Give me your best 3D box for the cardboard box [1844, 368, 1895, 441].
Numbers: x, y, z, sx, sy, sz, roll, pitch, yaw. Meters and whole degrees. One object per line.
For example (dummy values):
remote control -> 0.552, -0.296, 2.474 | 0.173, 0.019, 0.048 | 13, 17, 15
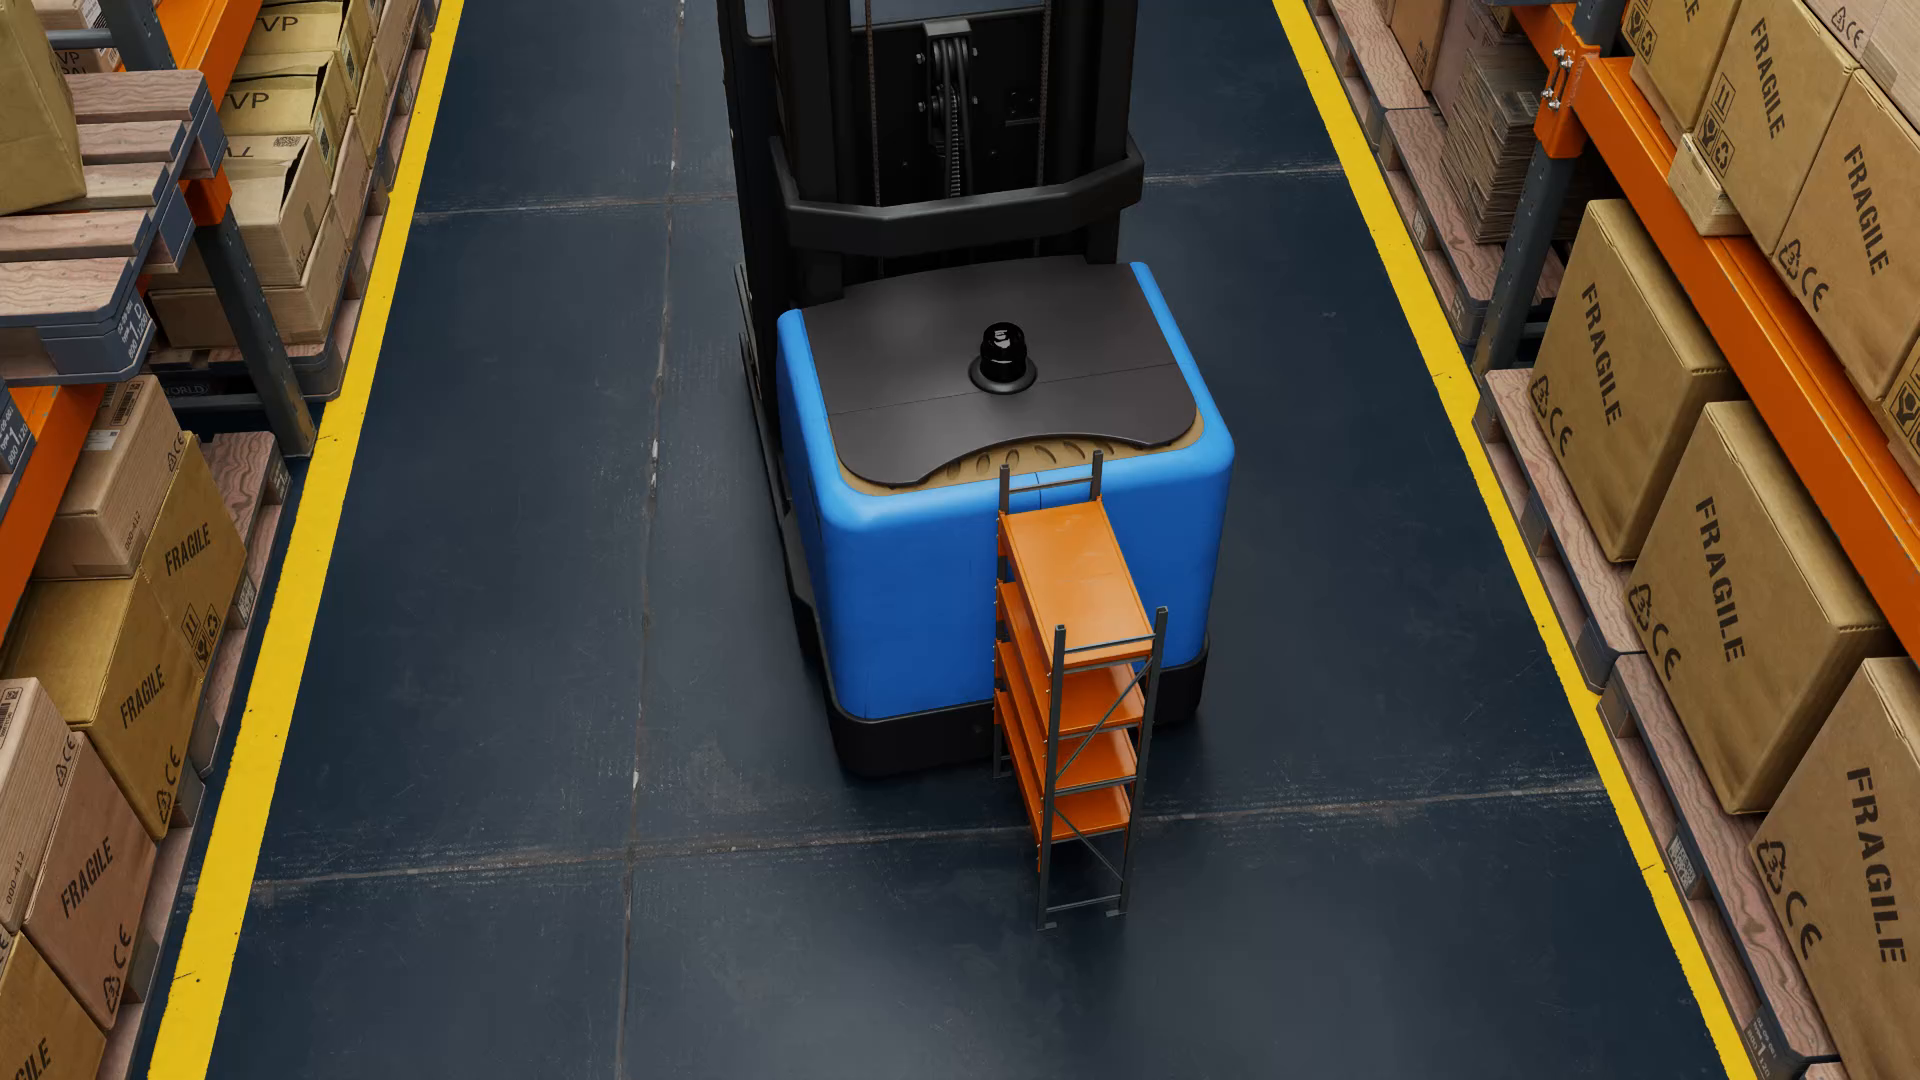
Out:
cardboard box -> 2.218, -0.356, 3.681 | 0.380, 0.149, 0.250 | -3, 47, -3

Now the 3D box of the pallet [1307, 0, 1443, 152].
pallet -> 2.123, -2.104, 7.098 | 1.003, 0.211, 1.213 | -3, 47, -3

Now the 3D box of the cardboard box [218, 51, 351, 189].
cardboard box -> -2.454, -1.481, 5.805 | 0.500, 0.311, 0.500 | -5, 47, -4

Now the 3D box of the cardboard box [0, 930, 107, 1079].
cardboard box -> -2.203, 1.177, 3.488 | 0.500, 0.500, 0.500 | -3, 47, -3

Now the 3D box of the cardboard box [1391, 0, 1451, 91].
cardboard box -> 2.176, -2.164, 6.652 | 0.700, 0.500, 0.500 | -4, 47, -4

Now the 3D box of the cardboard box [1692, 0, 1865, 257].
cardboard box -> 2.106, -1.014, 3.857 | 0.500, 0.500, 0.500 | -2, 47, -2

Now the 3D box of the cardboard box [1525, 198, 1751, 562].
cardboard box -> 2.217, -0.482, 4.832 | 0.750, 0.750, 0.750 | -4, 47, -4

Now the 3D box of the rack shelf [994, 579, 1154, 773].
rack shelf -> 0.262, 0.294, 3.930 | 0.258, 0.148, 0.480 | -9, 47, -9

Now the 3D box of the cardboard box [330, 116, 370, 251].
cardboard box -> -2.444, -1.273, 5.994 | 0.500, 0.250, 0.500 | -5, 47, -4

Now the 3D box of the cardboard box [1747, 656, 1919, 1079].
cardboard box -> 2.359, 0.766, 3.650 | 0.750, 0.750, 0.750 | -2, 47, -2

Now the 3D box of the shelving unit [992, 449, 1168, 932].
shelving unit -> 0.262, 0.402, 4.043 | 0.258, 1.200, 0.503 | -9, 47, -9

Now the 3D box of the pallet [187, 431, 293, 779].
pallet -> -2.625, 0.188, 4.927 | 1.003, 0.211, 1.213 | -3, 47, -3

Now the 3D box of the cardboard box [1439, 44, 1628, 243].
cardboard box -> 2.174, -1.427, 5.954 | 0.700, 0.500, 0.500 | -3, 47, -3

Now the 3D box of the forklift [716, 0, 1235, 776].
forklift -> -0.137, -1.454, 4.608 | 1.130, 2.935, 3.031 | -9, 47, -9

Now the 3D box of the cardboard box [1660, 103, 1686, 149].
cardboard box -> 2.095, -1.102, 4.387 | 0.380, 0.149, 0.250 | -3, 47, -3

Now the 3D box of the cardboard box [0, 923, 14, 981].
cardboard box -> -2.197, 0.943, 3.193 | 0.500, 0.250, 0.500 | -3, 47, -3

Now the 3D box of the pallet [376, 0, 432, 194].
pallet -> -2.779, -1.833, 6.841 | 1.003, 0.211, 1.213 | -3, 47, -3

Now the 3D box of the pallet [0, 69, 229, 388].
pallet -> -2.524, -0.761, 4.037 | 1.213, 0.211, 1.003 | -3, 47, -3

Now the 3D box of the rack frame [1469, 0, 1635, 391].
rack frame -> 2.286, -1.617, 4.716 | 1.000, 3.000, 0.127 | -3, 47, -3

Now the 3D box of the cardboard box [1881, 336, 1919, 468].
cardboard box -> 2.198, -0.279, 3.161 | 0.500, 0.500, 0.500 | -2, 47, -2

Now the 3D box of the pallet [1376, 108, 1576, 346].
pallet -> 2.222, -1.224, 6.264 | 1.003, 0.211, 1.213 | -3, 47, -3

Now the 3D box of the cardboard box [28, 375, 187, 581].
cardboard box -> -2.329, -0.160, 4.238 | 0.500, 0.250, 0.500 | -2, 47, -2

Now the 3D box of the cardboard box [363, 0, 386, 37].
cardboard box -> -2.538, -2.222, 6.507 | 0.500, 0.311, 0.500 | -4, 47, -4

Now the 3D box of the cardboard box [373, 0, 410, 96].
cardboard box -> -2.536, -2.019, 6.701 | 0.500, 0.250, 0.500 | -3, 47, -2

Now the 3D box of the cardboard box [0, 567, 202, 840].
cardboard box -> -2.295, 0.432, 4.194 | 0.500, 0.500, 0.500 | -5, 47, -5

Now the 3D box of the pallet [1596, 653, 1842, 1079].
pallet -> 2.376, 0.797, 4.349 | 1.003, 0.211, 1.213 | -3, 47, -3

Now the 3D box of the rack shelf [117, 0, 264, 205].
rack shelf -> -2.818, -2.513, 6.059 | 1.077, 0.370, 4.000 | -3, 47, -3

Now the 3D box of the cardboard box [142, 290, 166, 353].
cardboard box -> -2.937, -0.878, 5.620 | 0.500, 0.250, 0.500 | -2, 47, -2

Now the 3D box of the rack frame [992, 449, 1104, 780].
rack frame -> 0.208, 0.229, 4.207 | 0.240, 1.200, 0.015 | -9, 47, -9

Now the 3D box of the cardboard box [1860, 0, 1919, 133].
cardboard box -> 2.158, -0.924, 3.255 | 0.500, 0.250, 0.500 | -3, 47, -3

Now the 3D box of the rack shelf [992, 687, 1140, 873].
rack shelf -> 0.262, 0.584, 4.236 | 0.258, 0.148, 0.480 | -9, 47, -9

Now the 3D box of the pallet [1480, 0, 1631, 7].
pallet -> 2.120, -2.060, 5.267 | 1.213, 0.211, 1.003 | -3, 47, -3

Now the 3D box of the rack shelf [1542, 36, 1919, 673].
rack shelf -> 2.453, 0.077, 3.606 | 1.077, 0.370, 4.000 | -3, 47, -3

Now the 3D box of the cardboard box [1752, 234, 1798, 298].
cardboard box -> 2.177, -0.731, 4.035 | 0.380, 0.149, 0.250 | -4, 47, -4

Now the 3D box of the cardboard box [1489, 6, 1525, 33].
cardboard box -> 2.188, -2.101, 6.076 | 0.500, 0.250, 0.500 | -3, 47, -3
